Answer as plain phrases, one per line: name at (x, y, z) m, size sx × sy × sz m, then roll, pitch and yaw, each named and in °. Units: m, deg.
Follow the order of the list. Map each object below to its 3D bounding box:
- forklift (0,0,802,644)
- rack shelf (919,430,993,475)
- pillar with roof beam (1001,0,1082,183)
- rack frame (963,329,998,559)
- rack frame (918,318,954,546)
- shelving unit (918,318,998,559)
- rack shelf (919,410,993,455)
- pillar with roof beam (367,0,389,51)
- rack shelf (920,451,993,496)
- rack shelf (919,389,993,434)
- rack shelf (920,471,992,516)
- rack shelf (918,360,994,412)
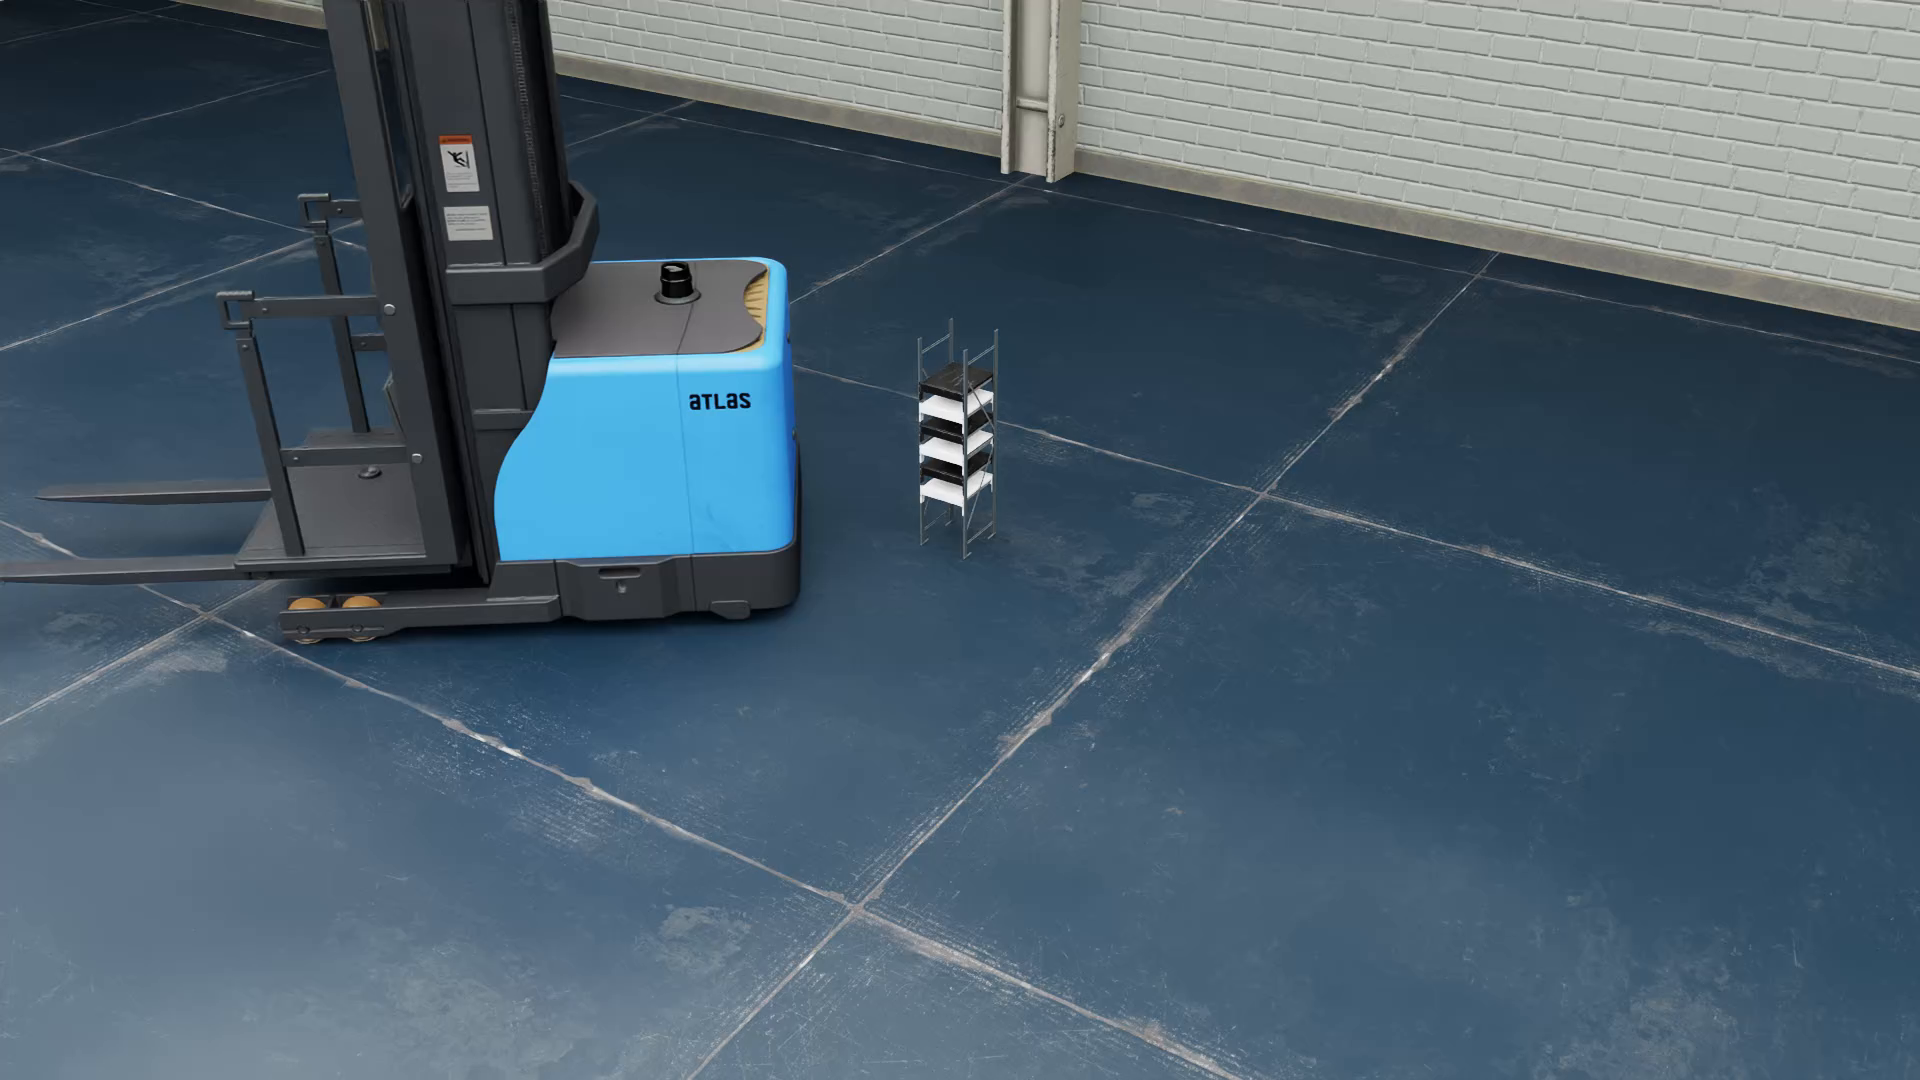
forklift at (-2.146, -1.162, 5.833) m, size 3.031 × 2.935 × 1.130 m, roll -2°, pitch 30°, yaw -4°
rack shelf at (-0.007, -0.362, 6.544) m, size 0.200 × 0.077 × 0.258 m, roll 18°, pitch 35°, yaw 27°
pillar with roof beam at (-1.776, -4.464, 5.472) m, size 0.400 × 9.000 × 9.100 m, roll 18°, pitch 35°, yaw 27°
rack frame at (0.079, -0.364, 6.480) m, size 0.006 × 0.900 × 0.240 m, roll 18°, pitch 35°, yaw 27°
rack frame at (-0.093, -0.418, 6.574) m, size 0.006 × 0.900 × 0.240 m, roll 18°, pitch 35°, yaw 27°
shelving unit at (-0.007, -0.391, 6.527) m, size 0.210 × 0.900 × 0.258 m, roll 18°, pitch 35°, yaw 27°
rack shelf at (-0.007, -0.440, 6.498) m, size 0.200 × 0.077 × 0.258 m, roll 18°, pitch 35°, yaw 27°
pillar with roof beam at (-6.858, -6.071, 8.227) m, size 0.400 × 9.000 × 9.100 m, roll 18°, pitch 35°, yaw 27°
rack shelf at (-0.007, -0.284, 6.589) m, size 0.200 × 0.077 × 0.258 m, roll 18°, pitch 35°, yaw 27°
rack shelf at (-0.007, -0.518, 6.453) m, size 0.200 × 0.077 × 0.258 m, roll 18°, pitch 35°, yaw 27°
rack shelf at (-0.007, -0.207, 6.634) m, size 0.200 × 0.077 × 0.258 m, roll 18°, pitch 35°, yaw 27°
rack shelf at (-0.007, -0.595, 6.408) m, size 0.200 × 0.077 × 0.258 m, roll 18°, pitch 35°, yaw 27°
